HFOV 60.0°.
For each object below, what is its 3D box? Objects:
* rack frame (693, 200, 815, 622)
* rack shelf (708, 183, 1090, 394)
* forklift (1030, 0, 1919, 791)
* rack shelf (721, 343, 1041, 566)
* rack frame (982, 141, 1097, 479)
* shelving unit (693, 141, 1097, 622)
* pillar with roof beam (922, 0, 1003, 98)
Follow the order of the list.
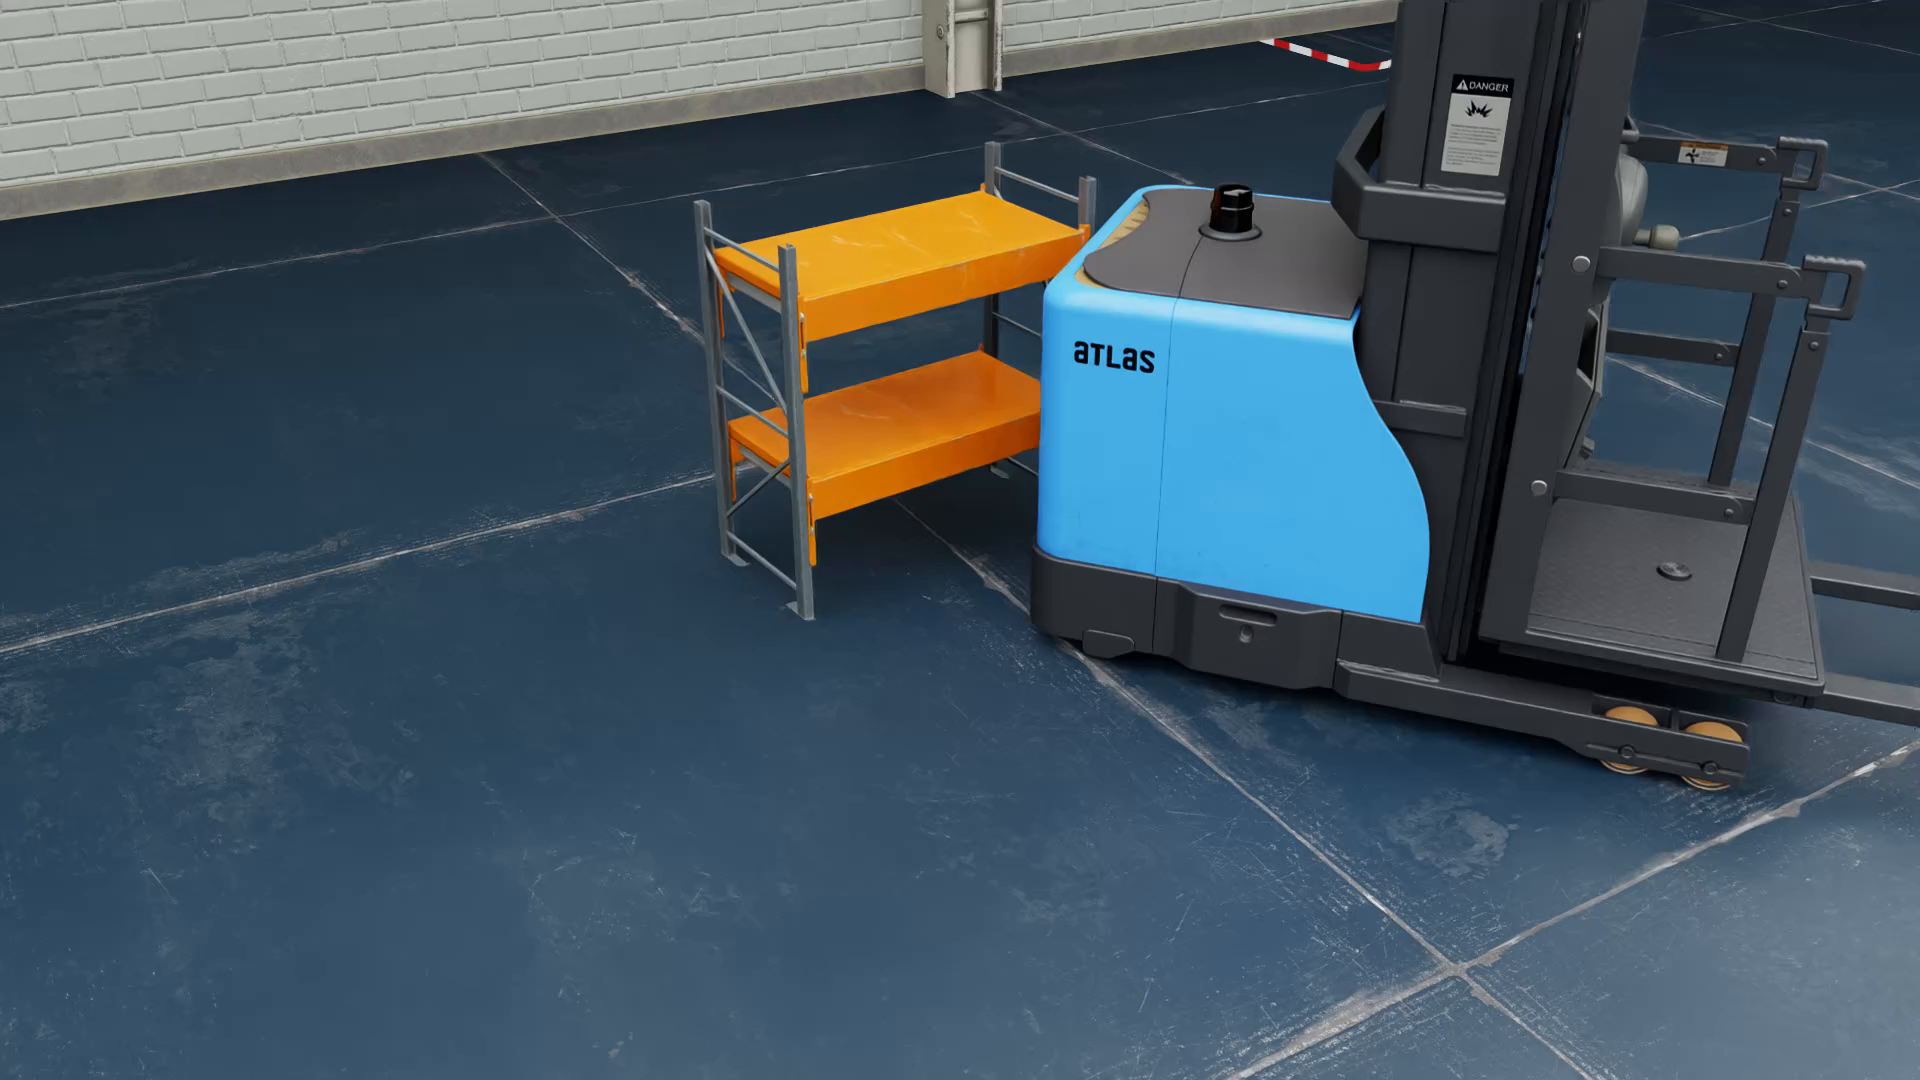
[{"bbox_3d":[-0.583,-0.356,4.732,0.032,1.125,0.500,-20,34,-31],"label":"rack frame"},{"bbox_3d":[-0.173,-0.758,4.853,1.000,0.278,0.538,-20,34,-31],"label":"rack shelf"},{"bbox_3d":[1.770,-0.953,3.944,3.031,2.935,1.130,10,30,18],"label":"forklift"},{"bbox_3d":[-0.173,-0.288,5.113,1.000,0.278,0.538,-20,34,-31],"label":"rack shelf"},{"bbox_3d":[0.237,-0.647,5.258,0.032,1.125,0.500,-20,34,-31],"label":"rack frame"},{"bbox_3d":[-0.173,-0.502,4.995,1.048,1.125,0.538,-20,34,-31],"label":"shelving unit"},{"bbox_3d":[2.196,-4.950,4.905,0.400,9.000,9.100,-16,33,-26],"label":"pillar with roof beam"}]
